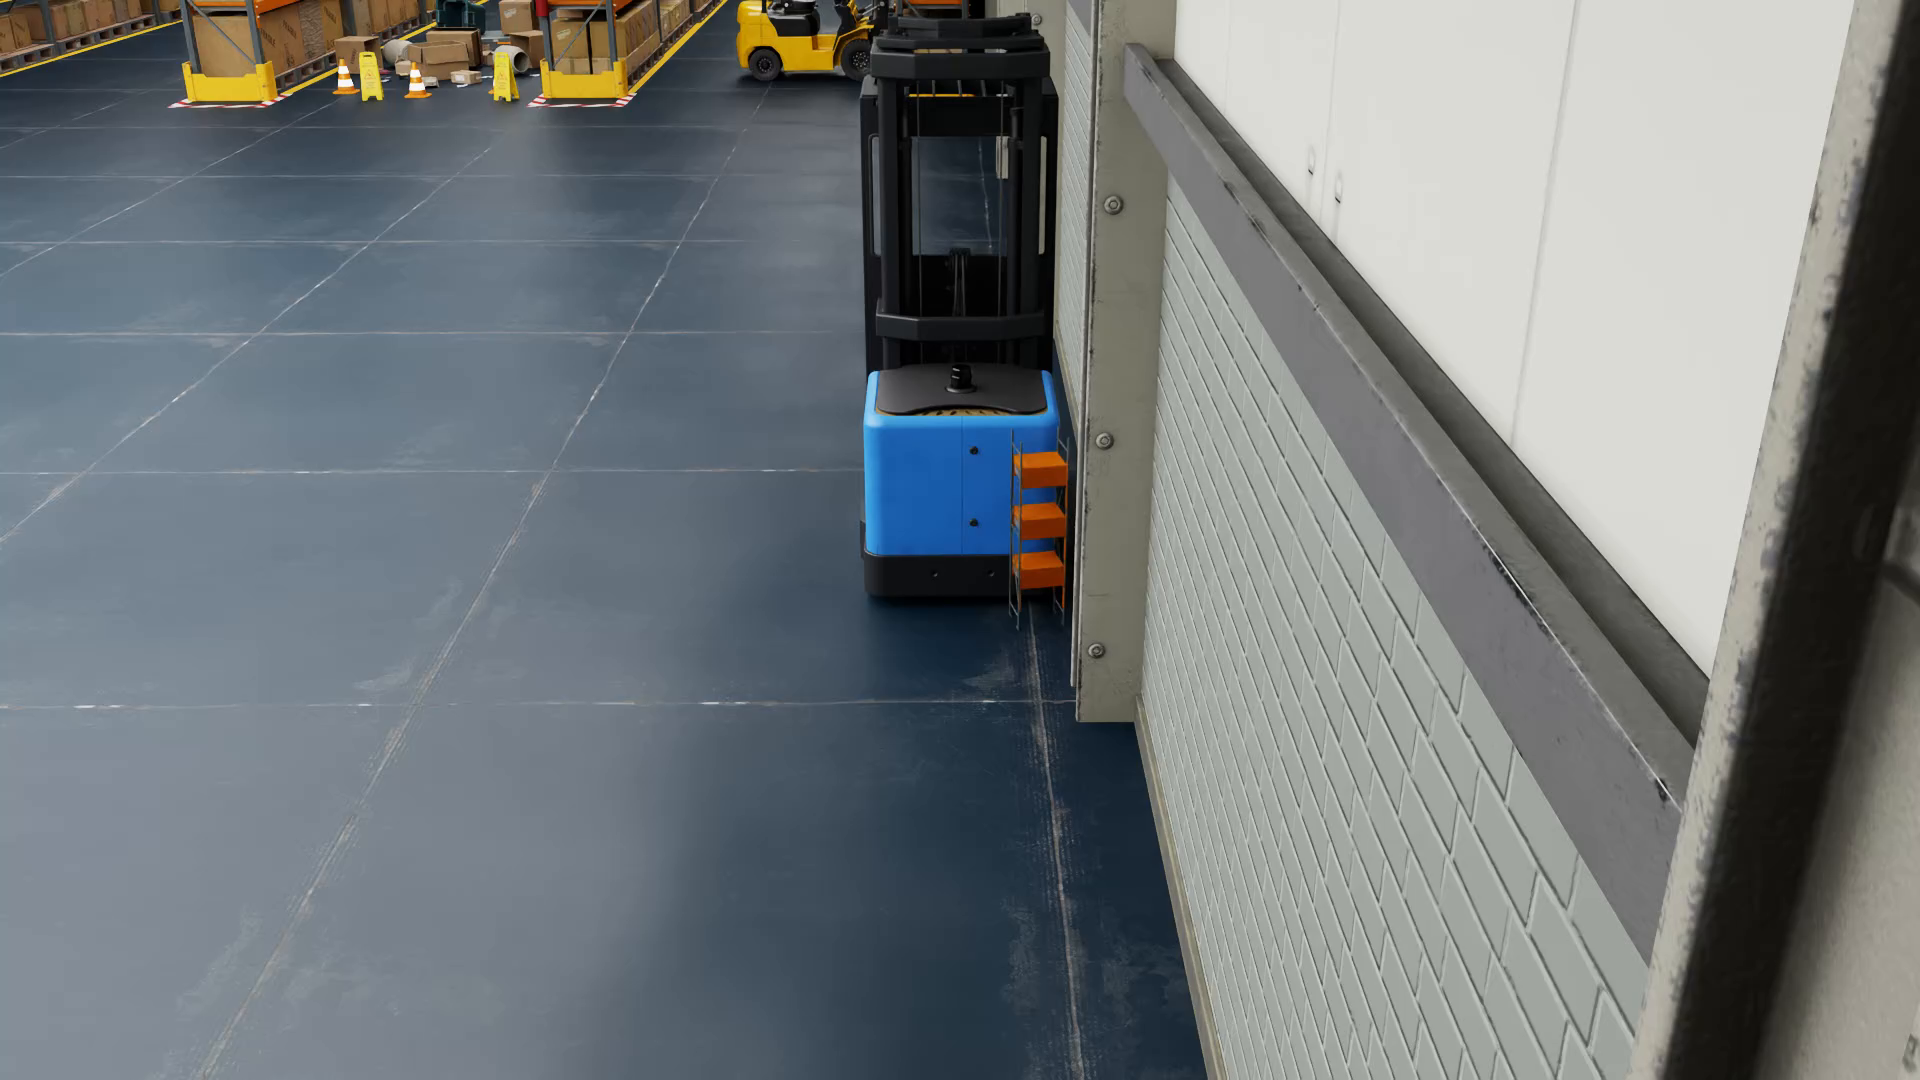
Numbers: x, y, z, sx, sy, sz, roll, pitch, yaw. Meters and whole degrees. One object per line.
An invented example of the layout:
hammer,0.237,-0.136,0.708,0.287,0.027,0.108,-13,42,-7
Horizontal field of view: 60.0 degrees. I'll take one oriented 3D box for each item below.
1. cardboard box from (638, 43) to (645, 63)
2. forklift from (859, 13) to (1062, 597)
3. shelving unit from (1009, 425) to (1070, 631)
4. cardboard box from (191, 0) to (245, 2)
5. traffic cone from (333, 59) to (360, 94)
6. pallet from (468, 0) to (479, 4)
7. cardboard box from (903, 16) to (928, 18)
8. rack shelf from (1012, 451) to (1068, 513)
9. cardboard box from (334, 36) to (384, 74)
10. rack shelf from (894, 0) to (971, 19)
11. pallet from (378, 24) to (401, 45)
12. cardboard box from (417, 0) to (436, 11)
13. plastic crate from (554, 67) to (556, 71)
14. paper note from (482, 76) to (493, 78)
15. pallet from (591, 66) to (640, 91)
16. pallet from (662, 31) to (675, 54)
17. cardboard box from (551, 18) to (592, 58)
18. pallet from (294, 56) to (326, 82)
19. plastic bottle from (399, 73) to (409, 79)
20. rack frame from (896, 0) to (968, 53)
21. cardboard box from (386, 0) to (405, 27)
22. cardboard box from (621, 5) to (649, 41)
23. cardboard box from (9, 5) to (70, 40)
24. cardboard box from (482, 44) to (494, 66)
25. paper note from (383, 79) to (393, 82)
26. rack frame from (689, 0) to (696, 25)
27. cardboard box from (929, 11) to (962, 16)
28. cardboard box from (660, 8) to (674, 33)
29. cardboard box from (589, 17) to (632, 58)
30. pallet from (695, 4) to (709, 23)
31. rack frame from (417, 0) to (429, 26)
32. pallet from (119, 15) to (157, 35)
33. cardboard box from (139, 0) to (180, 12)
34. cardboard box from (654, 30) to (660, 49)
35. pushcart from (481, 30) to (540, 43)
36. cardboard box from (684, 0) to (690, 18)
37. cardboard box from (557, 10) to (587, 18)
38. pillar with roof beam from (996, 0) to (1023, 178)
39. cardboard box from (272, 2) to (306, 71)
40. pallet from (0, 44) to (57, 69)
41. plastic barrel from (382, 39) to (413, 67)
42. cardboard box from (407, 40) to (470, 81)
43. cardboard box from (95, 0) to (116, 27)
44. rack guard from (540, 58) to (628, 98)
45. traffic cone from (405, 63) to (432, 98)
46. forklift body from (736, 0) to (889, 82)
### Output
cardboard box,-5.100,-7.399,25.298,0.500,0.250,0.500,1,24,3
forklift,-0.008,-1.592,9.713,1.130,2.935,3.031,0,24,-1
shelving unit,0.406,-0.056,8.598,0.252,1.050,0.215,-5,25,-11
cardboard box,-10.349,-7.849,23.283,0.875,0.550,0.550,0,24,-1
traffic cone,-8.885,-6.698,23.997,0.336,0.463,0.334,0,24,-1
pallet,-10.420,-10.982,33.775,1.003,0.211,1.213,0,24,-1
cardboard box,-0.716,-7.509,24.326,0.500,0.250,0.500,0,24,0
rack shelf,0.405,-0.305,8.487,0.240,0.259,0.215,-5,25,-11
cardboard box,-9.300,-7.504,25.731,0.500,0.500,0.500,4,25,9
rack shelf,-0.409,-8.212,25.141,1.077,0.370,4.000,0,24,-1
pallet,-10.443,-8.828,29.012,1.003,0.211,1.213,0,24,-1
cardboard box,-10.139,-10.270,31.341,0.500,0.500,0.500,-1,24,-3
plastic crate,-6.197,-7.360,25.925,0.402,0.080,0.583,-9,26,-19
paper note,-7.211,-7.065,25.349,0.148,0.019,0.142,8,26,18
pallet,-5.325,-6.788,24.502,1.003,0.211,1.213,0,24,-1
pallet,-5.404,-8.391,28.046,1.003,0.211,1.213,0,24,-1
cardboard box,-5.620,-7.301,24.171,0.500,0.500,0.500,0,24,0
pallet,-10.397,-7.188,25.388,1.003,0.211,1.213,0,24,-1
plastic bottle,-8.458,-7.054,25.272,0.133,0.061,0.283,-9,26,-19
rack frame,-0.387,-7.716,23.170,1.000,3.000,0.127,0,24,-1
cardboard box,-10.457,-9.480,29.290,1.050,0.750,0.750,0,24,0
cardboard box,-5.105,-7.958,25.623,0.500,0.500,0.500,1,24,2
cardboard box,-15.289,-8.610,27.648,0.700,0.500,0.500,-2,24,-5
cardboard box,-7.532,-7.749,26.562,0.258,0.266,0.396,-19,31,-36
paper note,-8.618,-6.911,24.996,0.144,0.017,0.142,8,26,18
rack frame,-5.438,-10.989,30.406,1.000,3.000,0.127,0,24,-1
cardboard box,-0.207,-7.721,24.795,0.500,0.250,0.500,0,24,-1
cardboard box,-5.414,-8.847,28.350,0.950,0.372,0.625,1,24,3
cardboard box,-5.084,-7.316,24.203,0.500,0.500,0.500,-1,24,-2
pallet,-5.371,-10.043,31.700,1.003,0.211,1.213,0,24,-1
rack frame,-10.387,-10.925,30.265,1.000,3.000,0.127,0,24,-1
pallet,-15.340,-9.352,30.171,1.003,0.211,1.213,0,24,-1
cardboard box,-15.334,-10.452,31.288,1.225,0.875,0.875,-1,24,-3
cardboard box,-5.119,-8.037,26.706,0.500,0.250,0.500,1,24,2
pushcart,-7.674,-8.115,27.234,1.648,0.377,0.936,-9,26,-19
cardboard box,-5.442,-9.750,30.347,0.950,0.372,0.625,-2,24,-4
cardboard box,-5.691,-7.748,24.371,0.380,0.149,0.250,0,24,1
pillar with roof beam,-3.733,-8.249,17.068,9.100,9.000,0.400,0,24,-1
cardboard box,-10.384,-7.493,24.747,0.875,0.875,0.875,-1,24,-1
pallet,-15.261,-7.749,26.627,1.003,0.211,1.213,0,24,-1
plastic barrel,-8.797,-7.642,26.133,0.512,0.421,0.421,19,30,35
cardboard box,-7.901,-7.267,25.207,0.797,0.503,0.637,-19,31,-36
cardboard box,-15.288,-9.268,29.100,0.700,0.500,0.500,2,24,4
rack guard,-5.352,-6.585,23.702,1.175,0.500,0.348,0,24,-1
traffic cone,-7.752,-6.563,23.699,0.336,0.463,0.334,0,24,-1
forklift body,-2.232,-8.102,25.055,2.313,2.155,1.214,0,24,-1
